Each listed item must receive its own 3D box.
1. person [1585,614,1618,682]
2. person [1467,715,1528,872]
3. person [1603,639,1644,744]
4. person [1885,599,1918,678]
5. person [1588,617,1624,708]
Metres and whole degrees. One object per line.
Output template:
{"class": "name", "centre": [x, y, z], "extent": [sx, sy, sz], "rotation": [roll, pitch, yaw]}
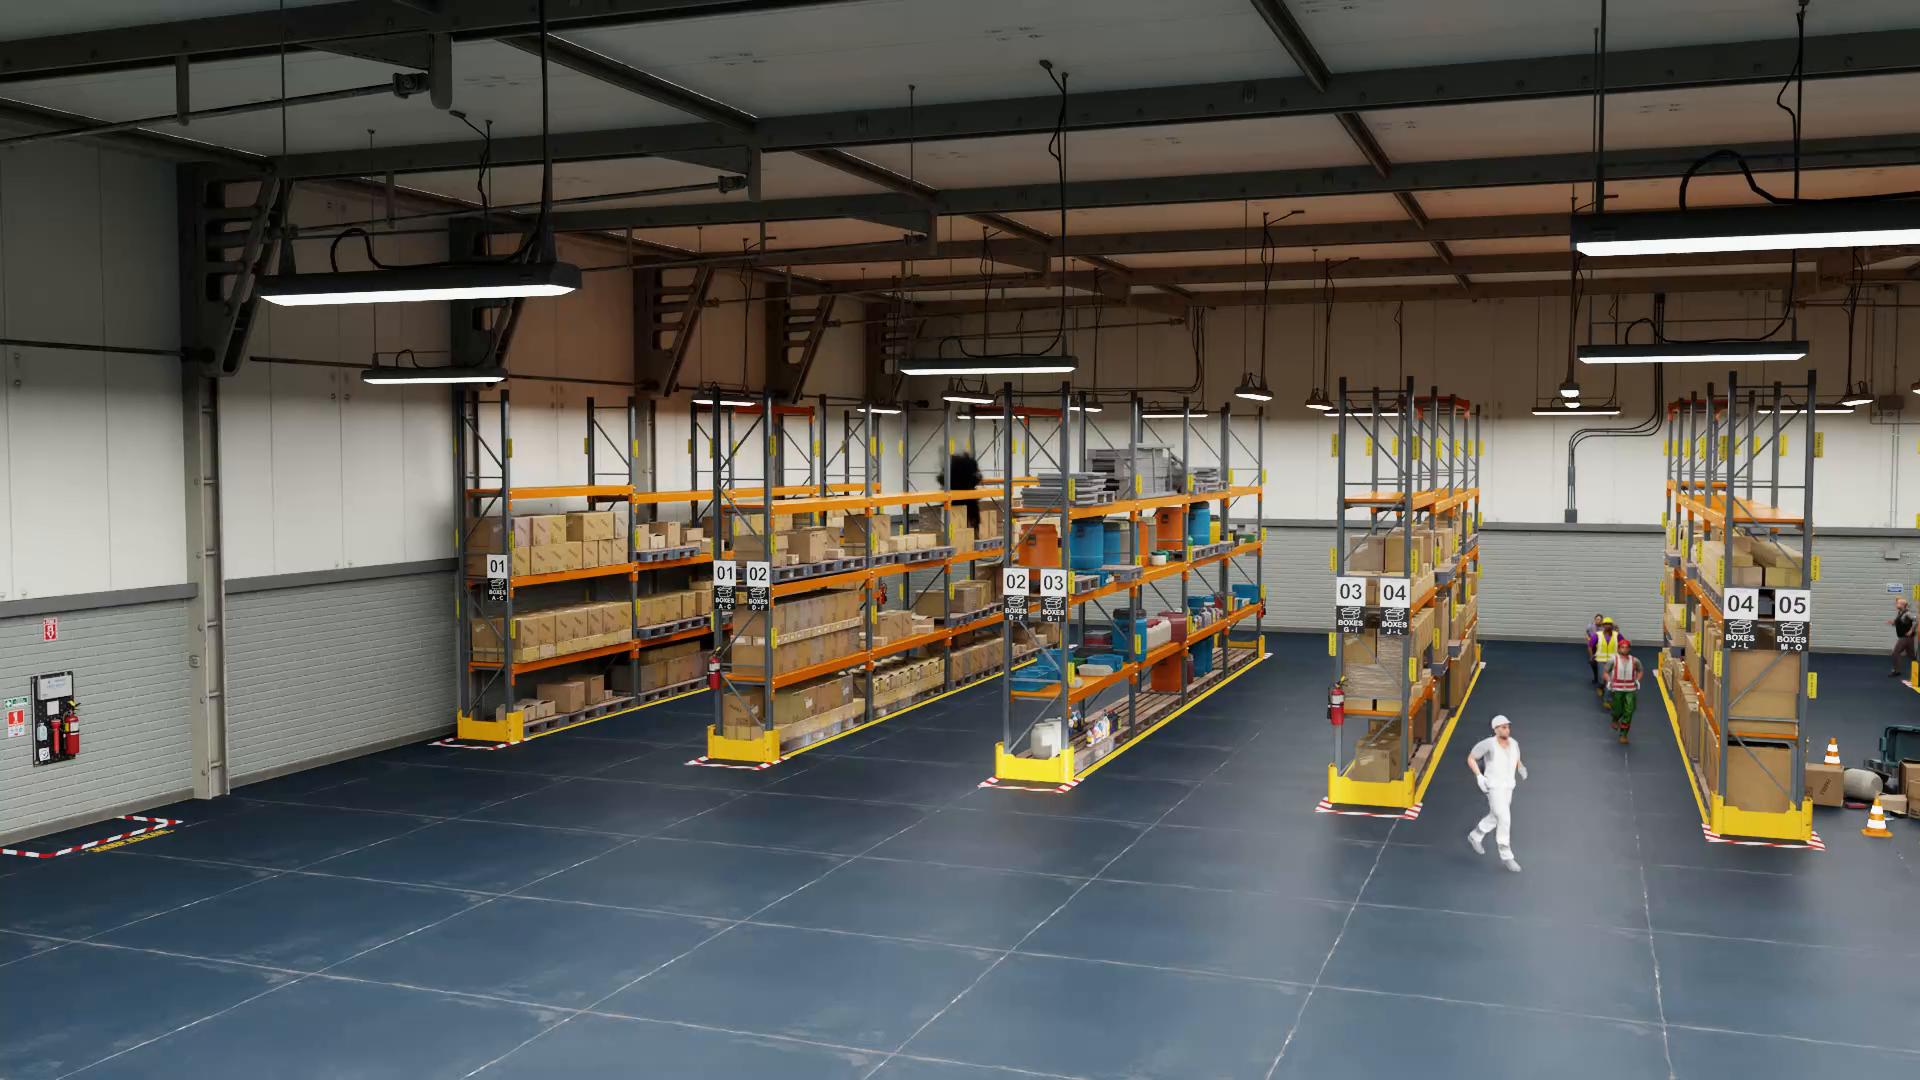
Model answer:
{"class": "person", "centre": [13.586, 2.312, 35.226], "extent": [0.631, 1.491, 0.869], "rotation": [2, 4, 28]}
{"class": "person", "centre": [6.455, 2.985, 19.973], "extent": [0.649, 1.794, 0.924], "rotation": [-2, 4, -29]}
{"class": "person", "centre": [11.342, 2.569, 28.415], "extent": [0.656, 1.749, 0.704], "rotation": [1, 3, 13]}
{"class": "person", "centre": [20.614, 2.166, 36.229], "extent": [0.846, 1.762, 0.614], "rotation": [2, 4, 28]}
{"class": "person", "centre": [12.604, 2.368, 32.382], "extent": [0.710, 1.735, 0.652], "rotation": [1, 3, 17]}
